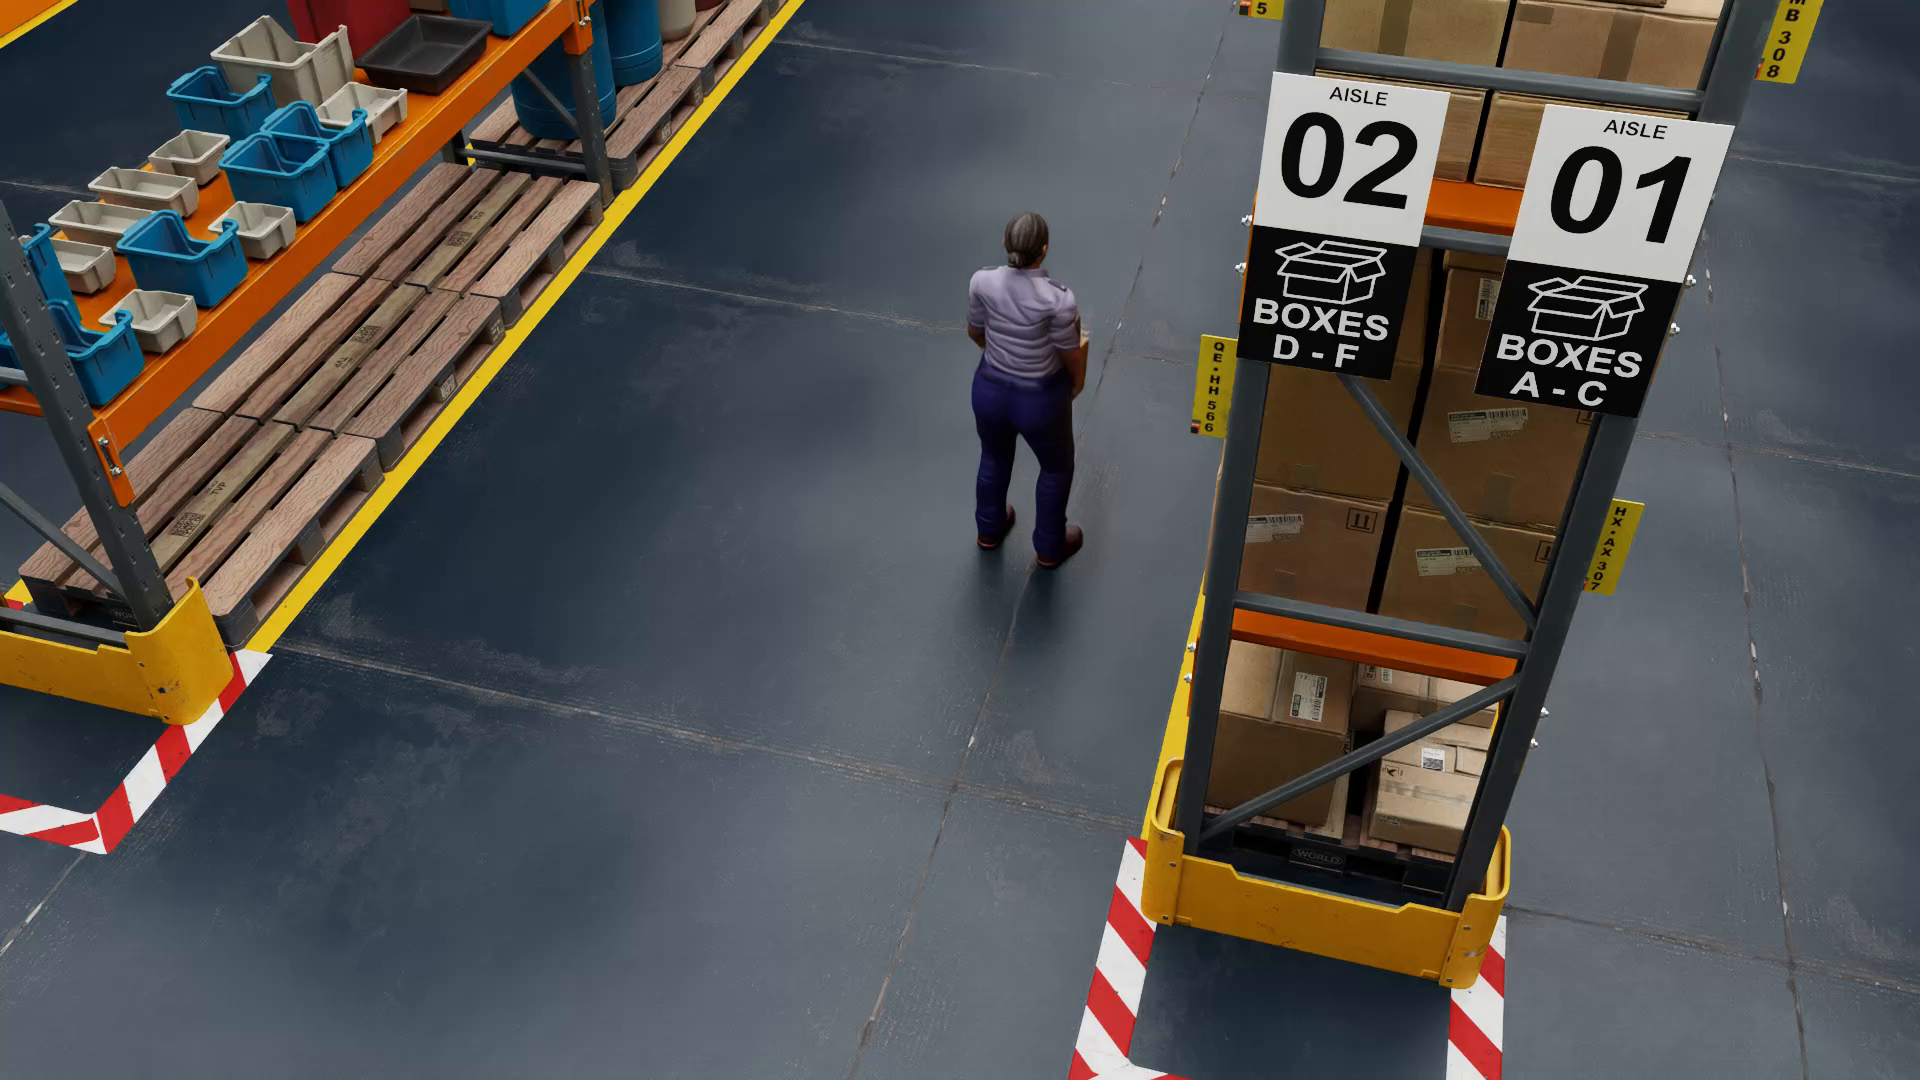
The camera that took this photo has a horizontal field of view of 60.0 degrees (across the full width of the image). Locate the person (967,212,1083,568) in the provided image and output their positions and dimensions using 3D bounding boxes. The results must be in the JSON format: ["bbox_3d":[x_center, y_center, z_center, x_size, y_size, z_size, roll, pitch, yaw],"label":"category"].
[{"bbox_3d":[0.287,-0.635,6.885,0.506,1.656,0.389,18,44,20],"label":"person"}]
